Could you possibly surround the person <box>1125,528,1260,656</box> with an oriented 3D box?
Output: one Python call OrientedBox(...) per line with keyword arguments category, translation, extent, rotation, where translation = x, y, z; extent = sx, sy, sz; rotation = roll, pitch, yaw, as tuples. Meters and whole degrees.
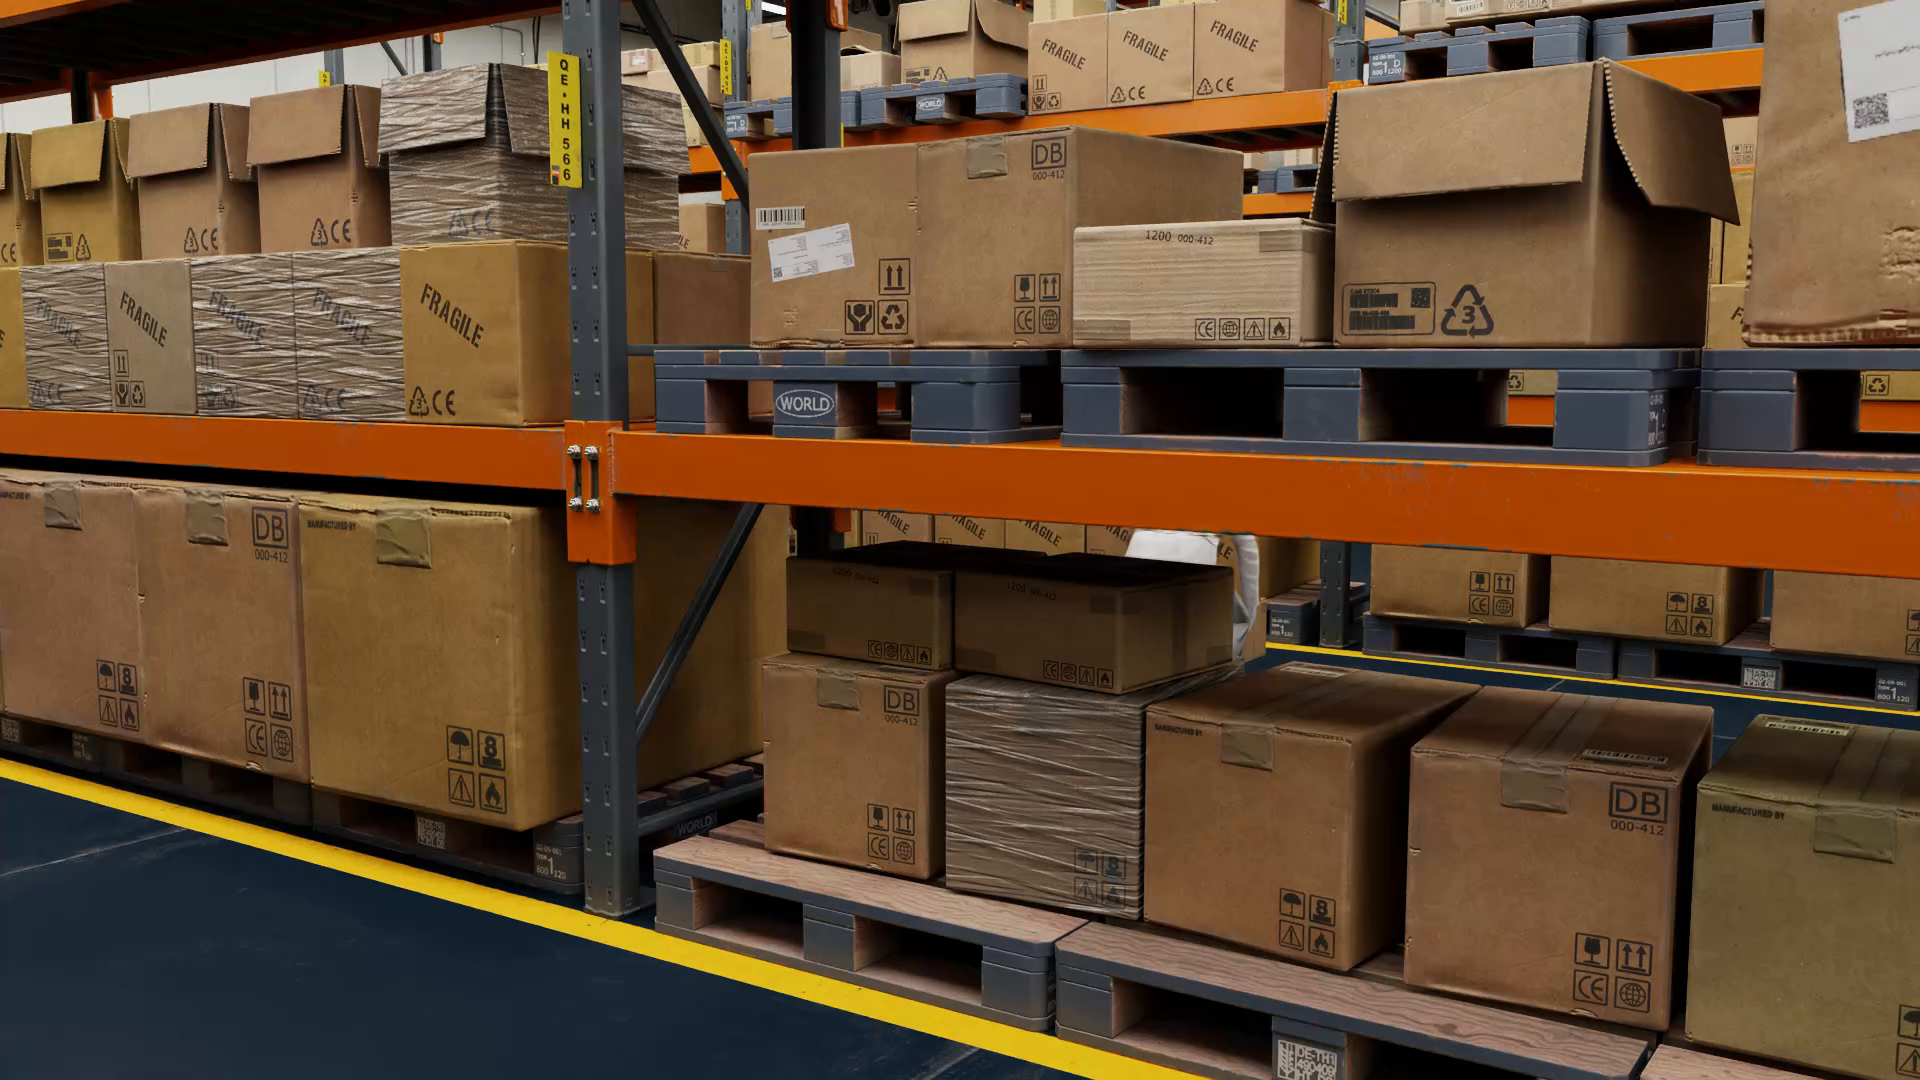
OrientedBox(category="person", translation=(0.932, 0.137, 6.834), extent=(0.527, 1.213, 0.780), rotation=(4, 8, 33))
